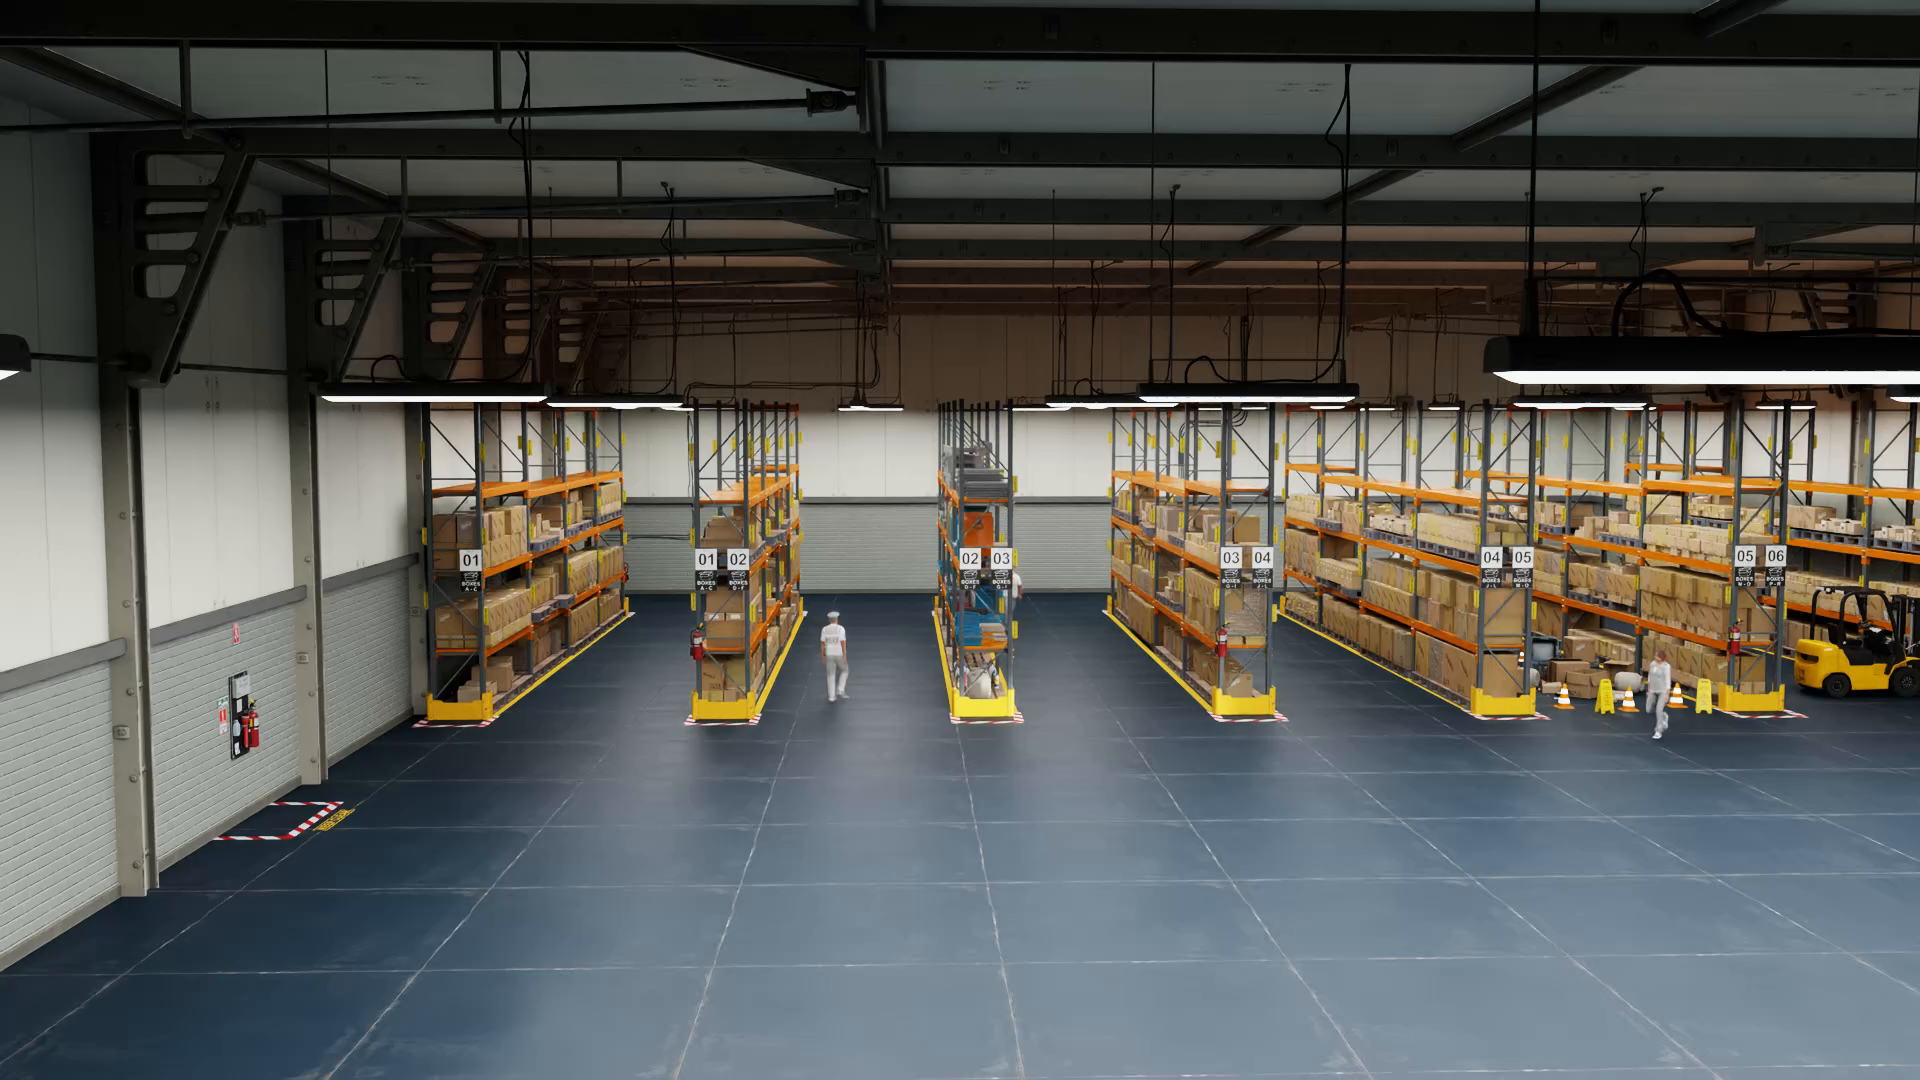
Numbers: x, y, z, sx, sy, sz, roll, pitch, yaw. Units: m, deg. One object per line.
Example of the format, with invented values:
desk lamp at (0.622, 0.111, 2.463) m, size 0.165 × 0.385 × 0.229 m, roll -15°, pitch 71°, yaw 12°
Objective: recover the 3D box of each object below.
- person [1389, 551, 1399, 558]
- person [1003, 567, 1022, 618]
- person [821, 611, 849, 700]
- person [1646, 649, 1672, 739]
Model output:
person at (13.248, 0.971, 50.729) m, size 0.508 × 1.795 × 0.619 m, roll -2°, pitch 5°, yaw -25°
person at (1.364, 1.482, 44.331) m, size 0.593 × 1.698 × 1.090 m, roll -1°, pitch 5°, yaw -17°
person at (-2.509, 2.319, 33.199) m, size 0.565 × 1.771 × 0.525 m, roll 1°, pitch 4°, yaw 10°
person at (12.385, 2.692, 29.378) m, size 0.607 × 1.583 × 0.455 m, roll -3°, pitch 5°, yaw -35°
